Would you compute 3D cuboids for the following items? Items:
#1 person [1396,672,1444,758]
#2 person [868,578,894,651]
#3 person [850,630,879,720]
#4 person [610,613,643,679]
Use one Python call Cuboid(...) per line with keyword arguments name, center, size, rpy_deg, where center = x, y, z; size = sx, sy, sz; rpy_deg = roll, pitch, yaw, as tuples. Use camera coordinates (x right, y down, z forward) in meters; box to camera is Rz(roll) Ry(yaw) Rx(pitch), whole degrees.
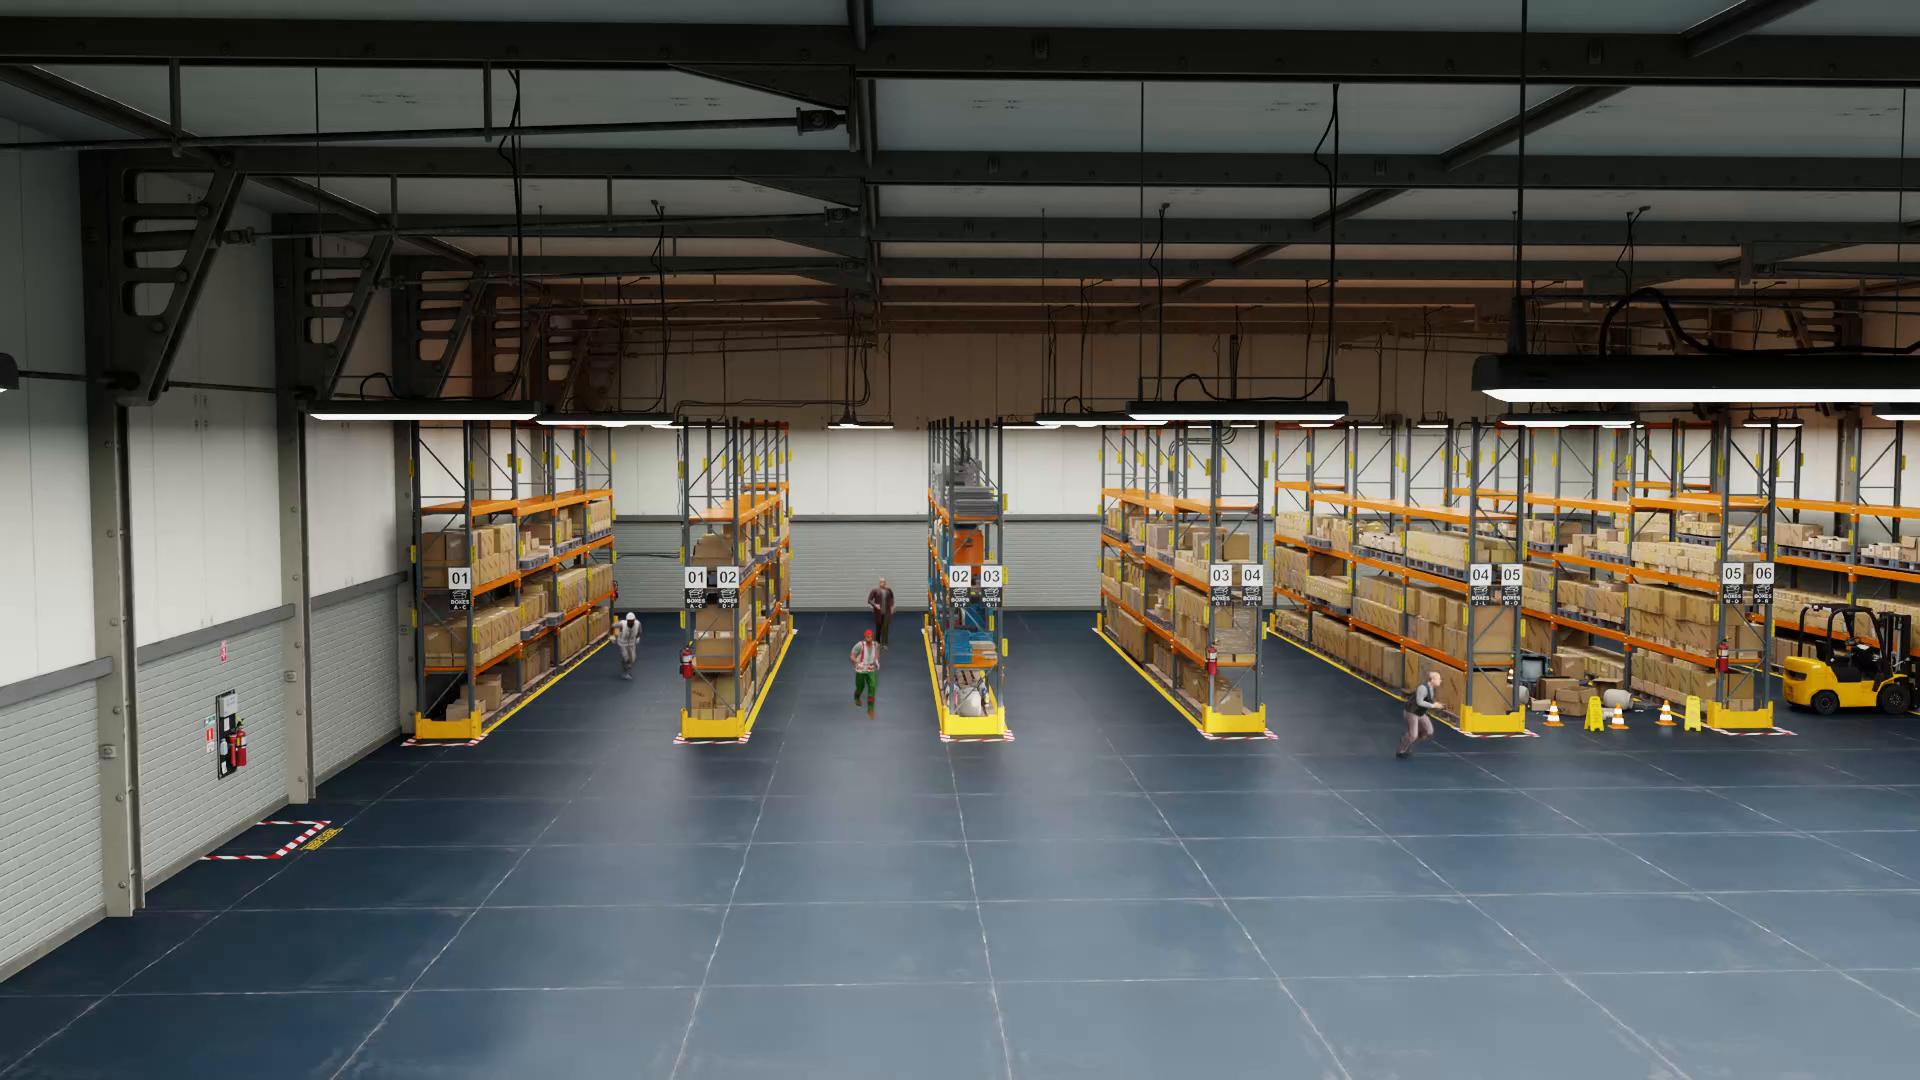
Cuboid(name="person", center=(8.057, 3.045, 29.022), size=(0.886, 1.551, 0.688), rpy_deg=(3, 5, 38))
Cuboid(name="person", center=(-1.952, 1.853, 41.504), size=(0.712, 1.813, 0.894), rpy_deg=(-1, 4, -14))
Cuboid(name="person", center=(-1.919, 2.663, 33.463), size=(0.658, 1.772, 1.135), rpy_deg=(-1, 4, -20))
Cuboid(name="person", center=(-7.663, 2.437, 38.213), size=(0.715, 1.590, 0.820), rpy_deg=(-2, 4, -27))
